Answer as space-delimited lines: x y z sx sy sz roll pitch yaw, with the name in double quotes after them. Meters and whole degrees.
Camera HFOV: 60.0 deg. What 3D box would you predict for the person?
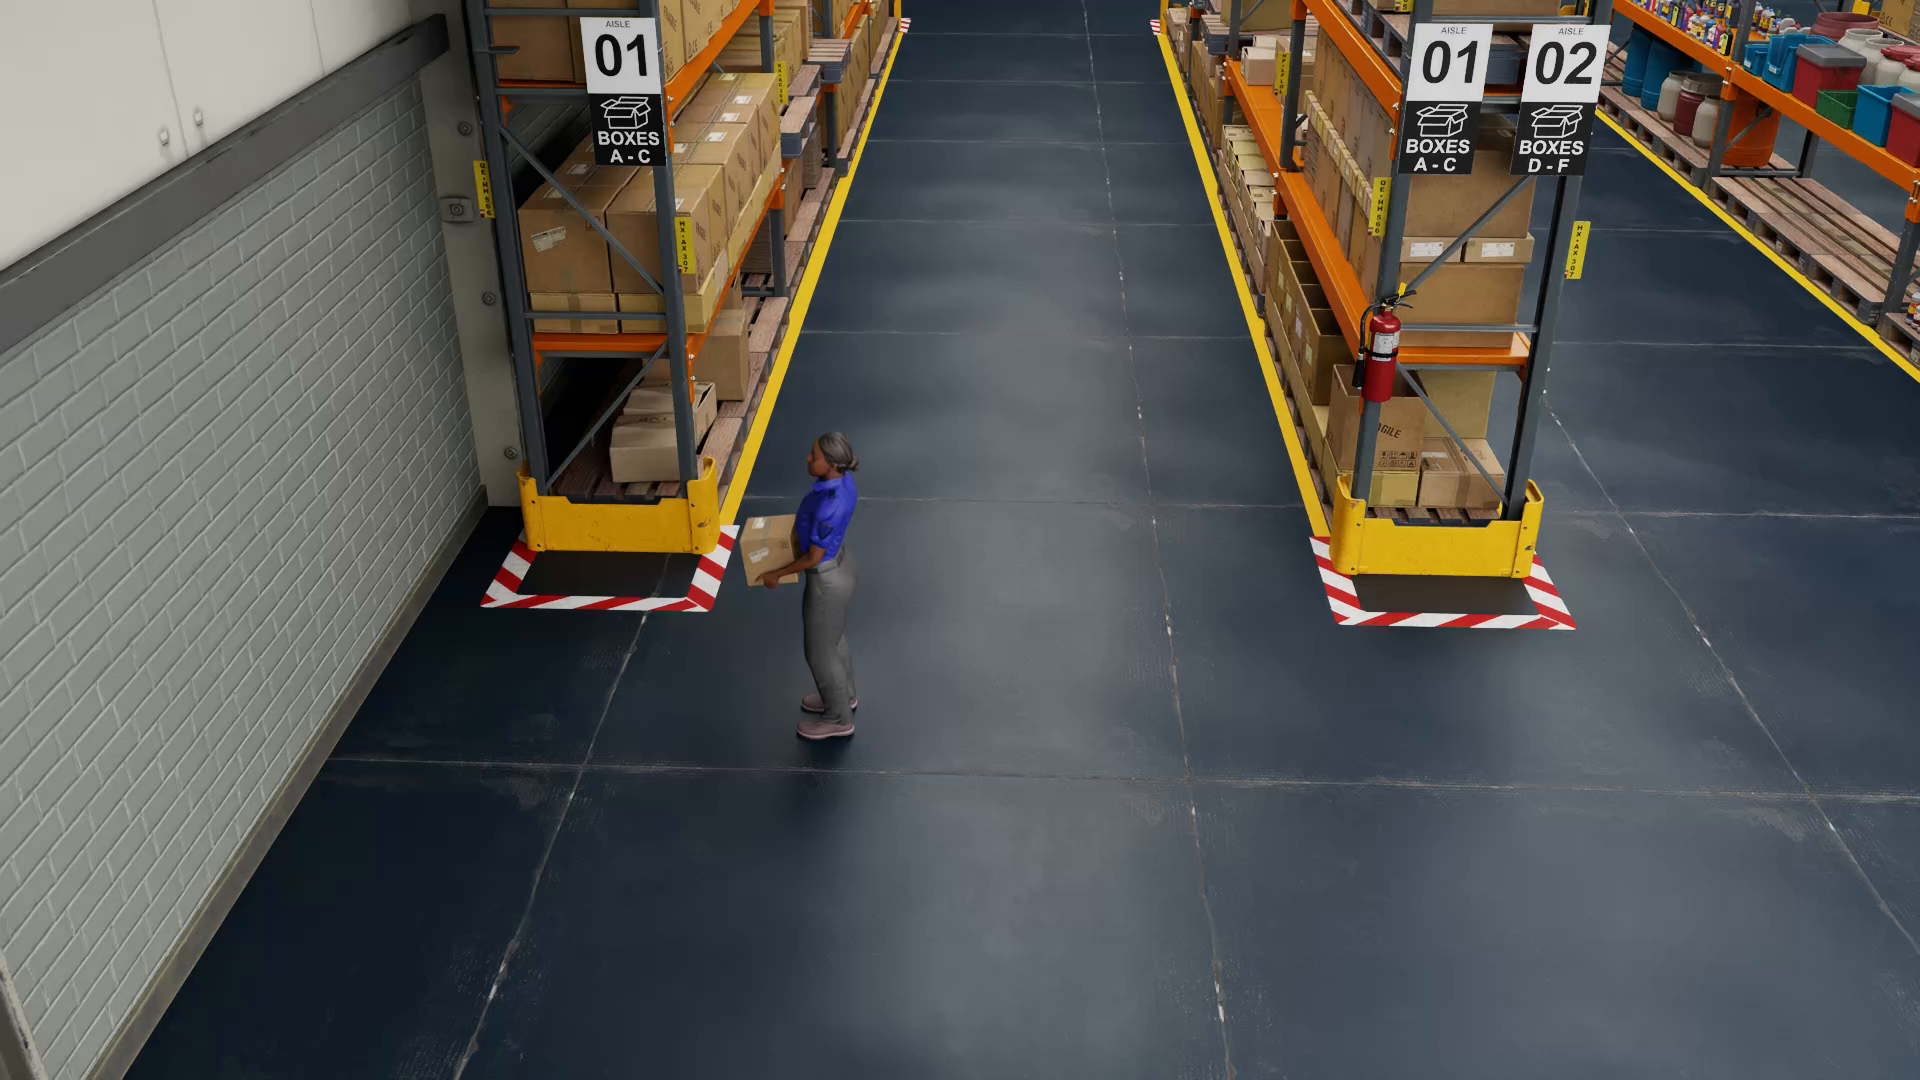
-0.737 0.181 8.237 0.517 1.562 0.444 1 28 3 "person"
